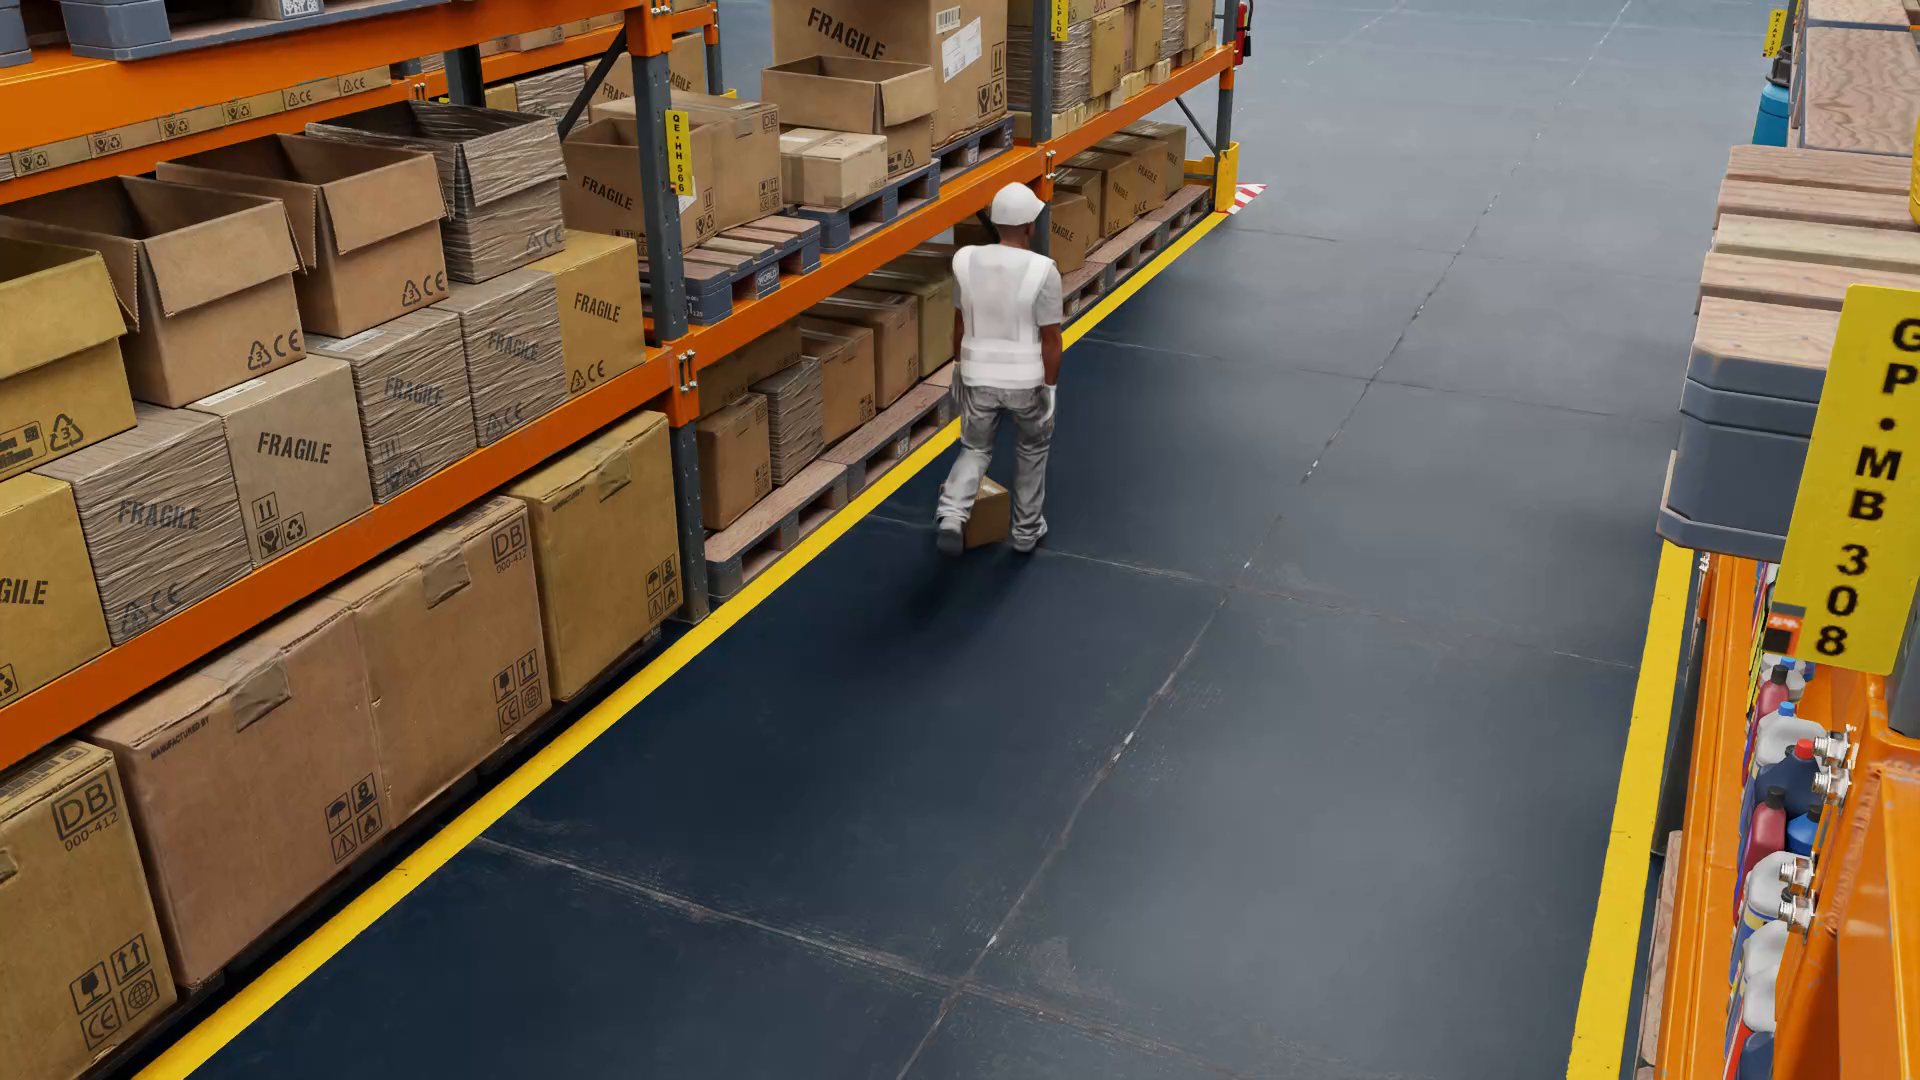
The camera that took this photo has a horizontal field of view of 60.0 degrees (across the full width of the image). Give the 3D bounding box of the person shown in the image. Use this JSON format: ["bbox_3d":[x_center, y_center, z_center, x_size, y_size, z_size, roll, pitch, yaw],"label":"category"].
[{"bbox_3d":[0.174,-0.707,7.526,0.564,1.761,0.803,10,28,19],"label":"person"}]
